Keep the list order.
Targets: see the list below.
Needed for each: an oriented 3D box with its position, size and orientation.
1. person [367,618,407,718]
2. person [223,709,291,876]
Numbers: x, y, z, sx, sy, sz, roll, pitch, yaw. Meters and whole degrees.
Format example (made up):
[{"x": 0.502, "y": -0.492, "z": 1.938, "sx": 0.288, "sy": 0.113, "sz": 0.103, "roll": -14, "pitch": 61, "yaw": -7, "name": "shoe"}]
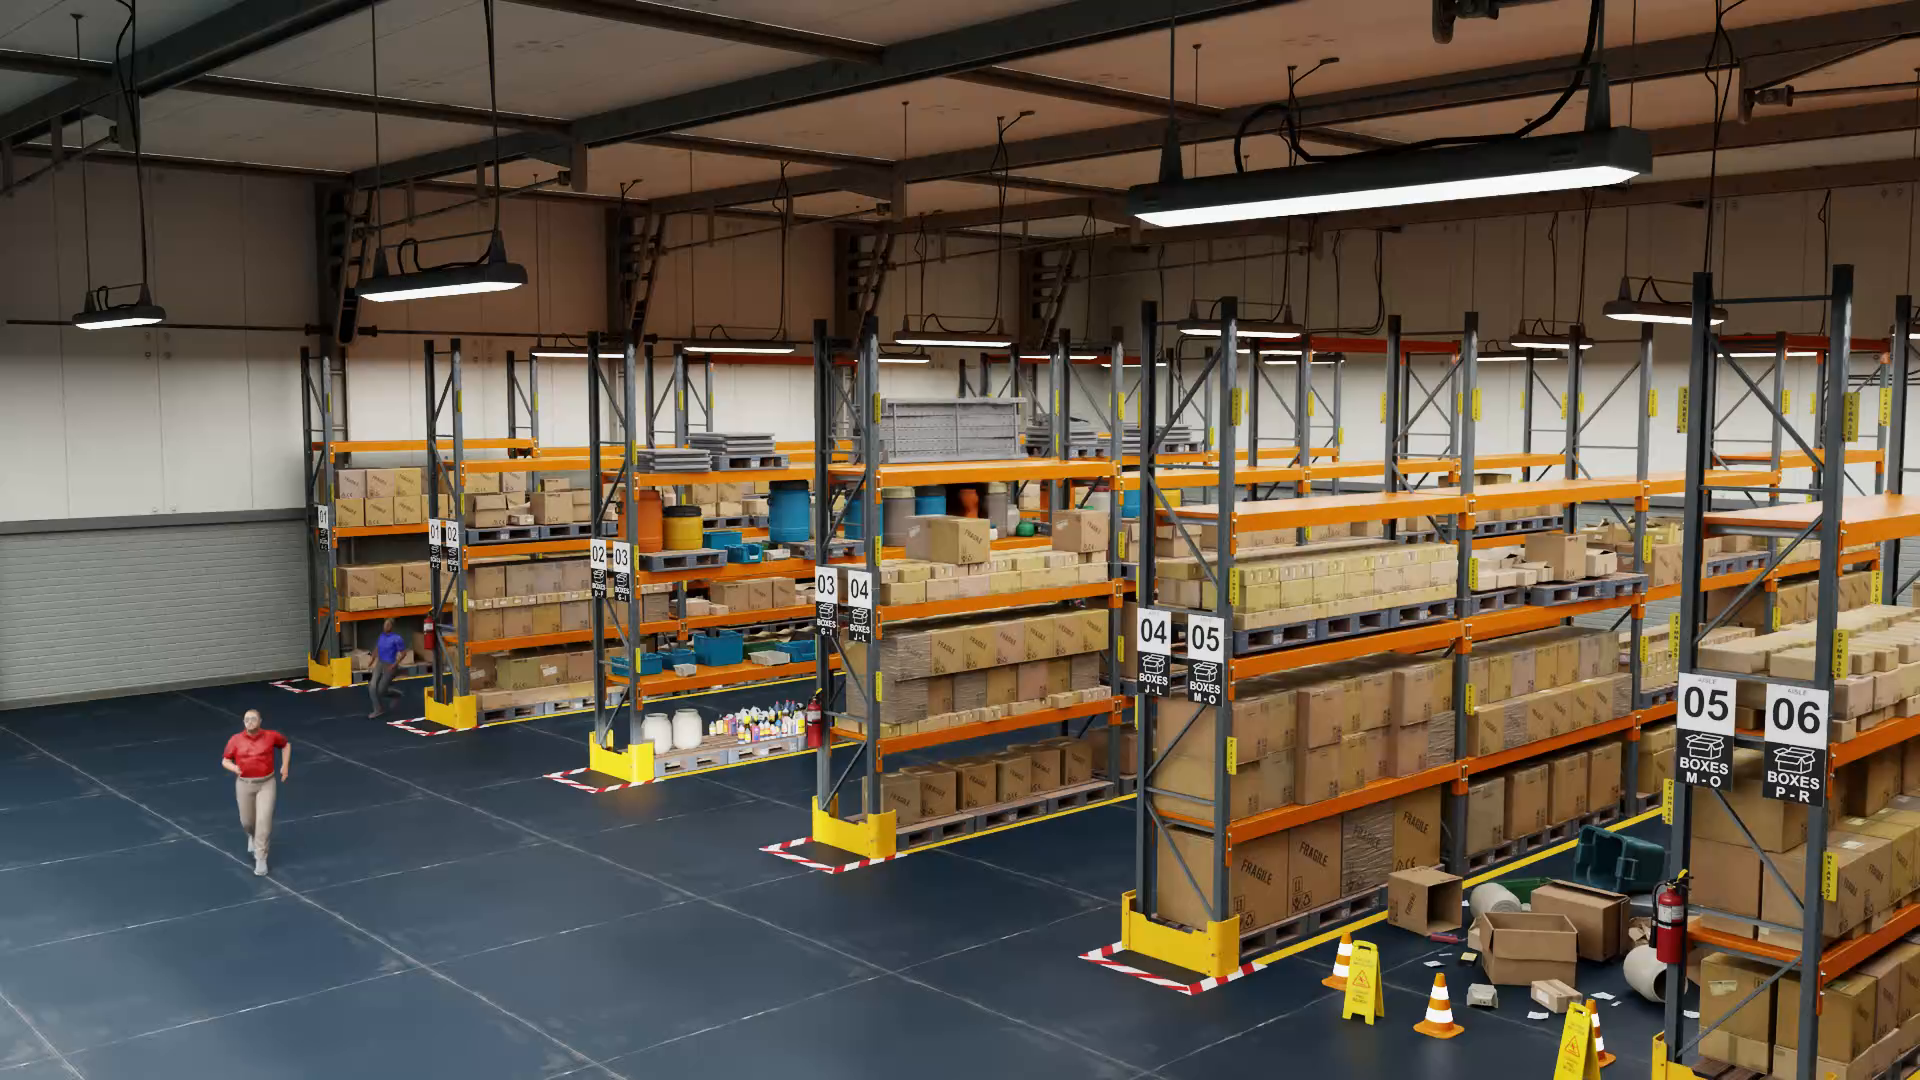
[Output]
[{"x": -9.147, "y": 2.042, "z": 26.653, "sx": 0.617, "sy": 1.605, "sz": 0.552, "roll": 2, "pitch": 6, "yaw": 25, "name": "person"}, {"x": -7.684, "y": 2.706, "z": 18.161, "sx": 0.675, "sy": 1.714, "sz": 1.013, "roll": -1, "pitch": 5, "yaw": -16, "name": "person"}]
